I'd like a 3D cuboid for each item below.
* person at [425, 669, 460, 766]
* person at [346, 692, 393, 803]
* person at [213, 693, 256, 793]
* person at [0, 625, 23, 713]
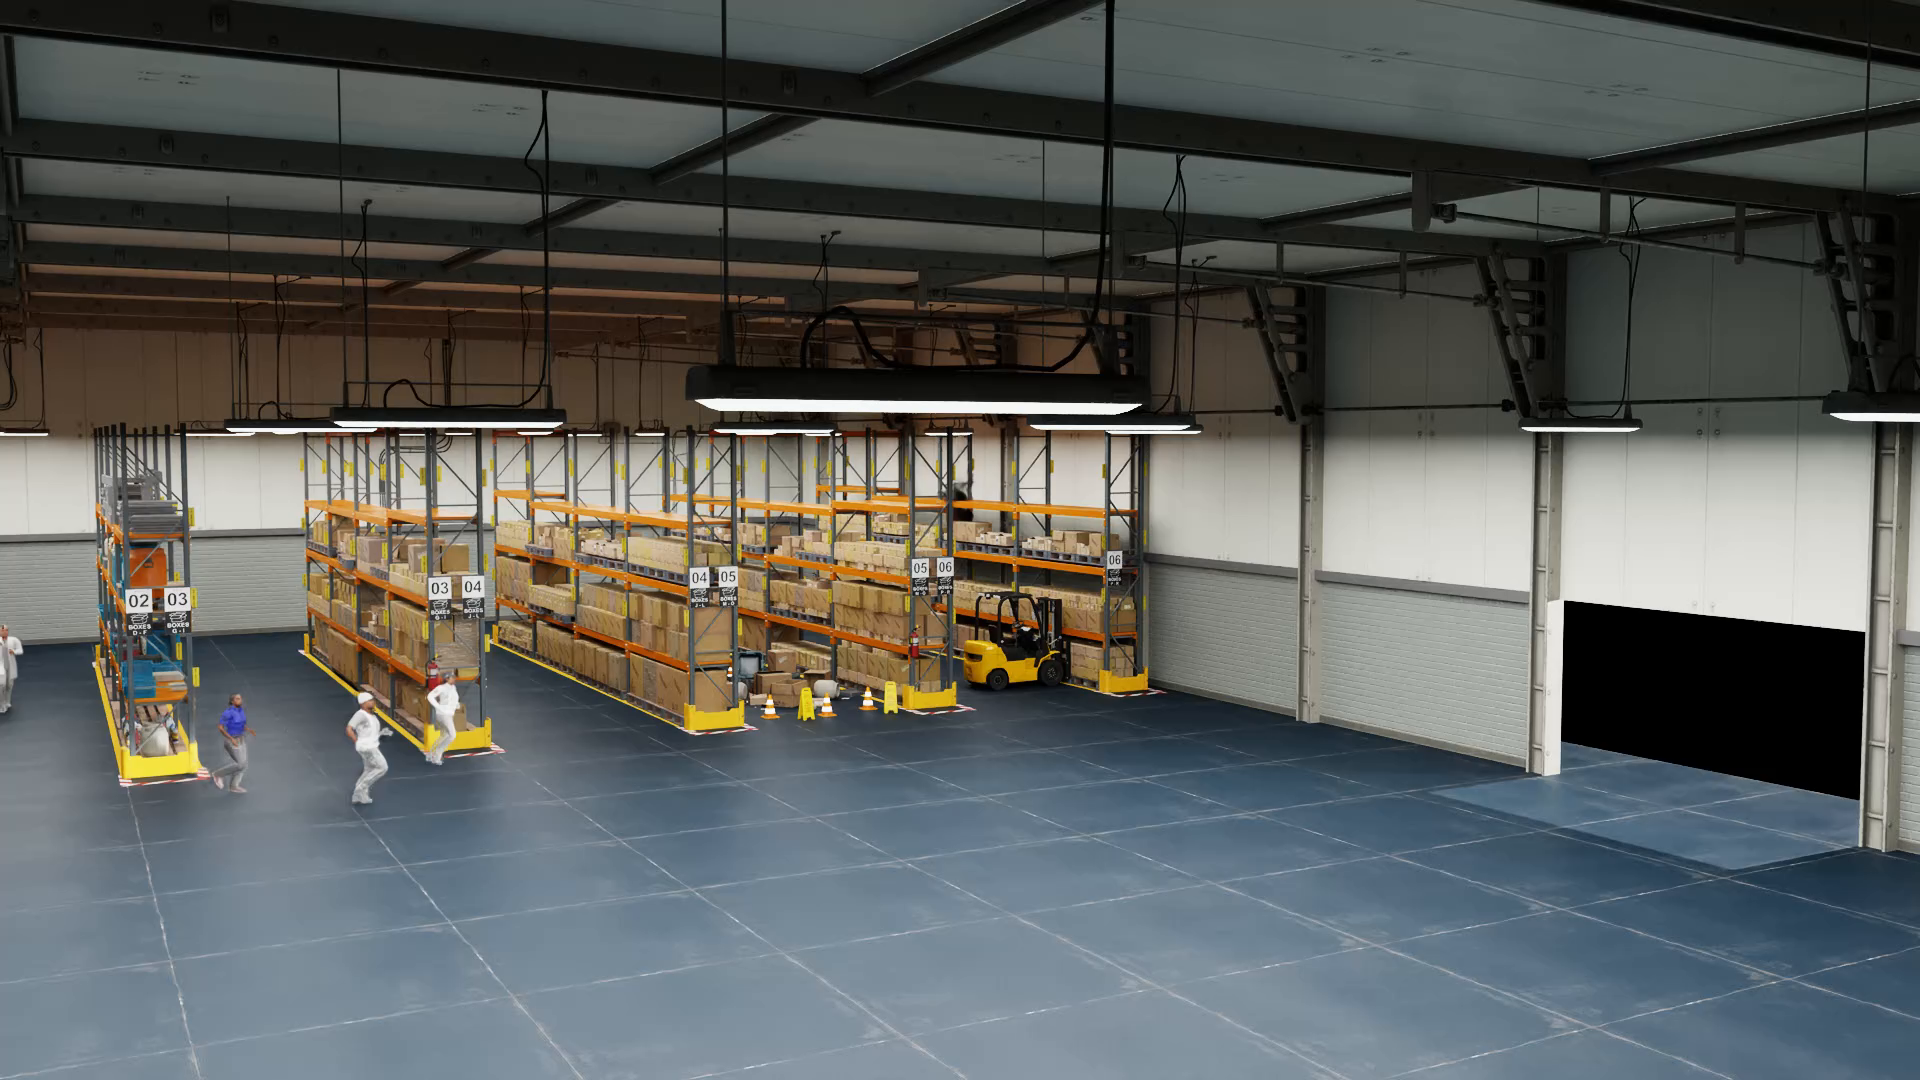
[{"bbox_3d":[-9.098,3.118,29.389,0.598,1.673,0.600,1,4,10],"label":"person"},{"bbox_3d":[-9.234,3.253,26.079,0.638,1.741,0.667,-1,4,-10],"label":"person"},{"bbox_3d":[-11.771,3.330,27.007,0.595,1.543,0.571,0,3,5],"label":"person"},{"bbox_3d":[-20.123,2.717,35.029,0.669,1.850,0.838,-3,5,-43],"label":"person"}]
